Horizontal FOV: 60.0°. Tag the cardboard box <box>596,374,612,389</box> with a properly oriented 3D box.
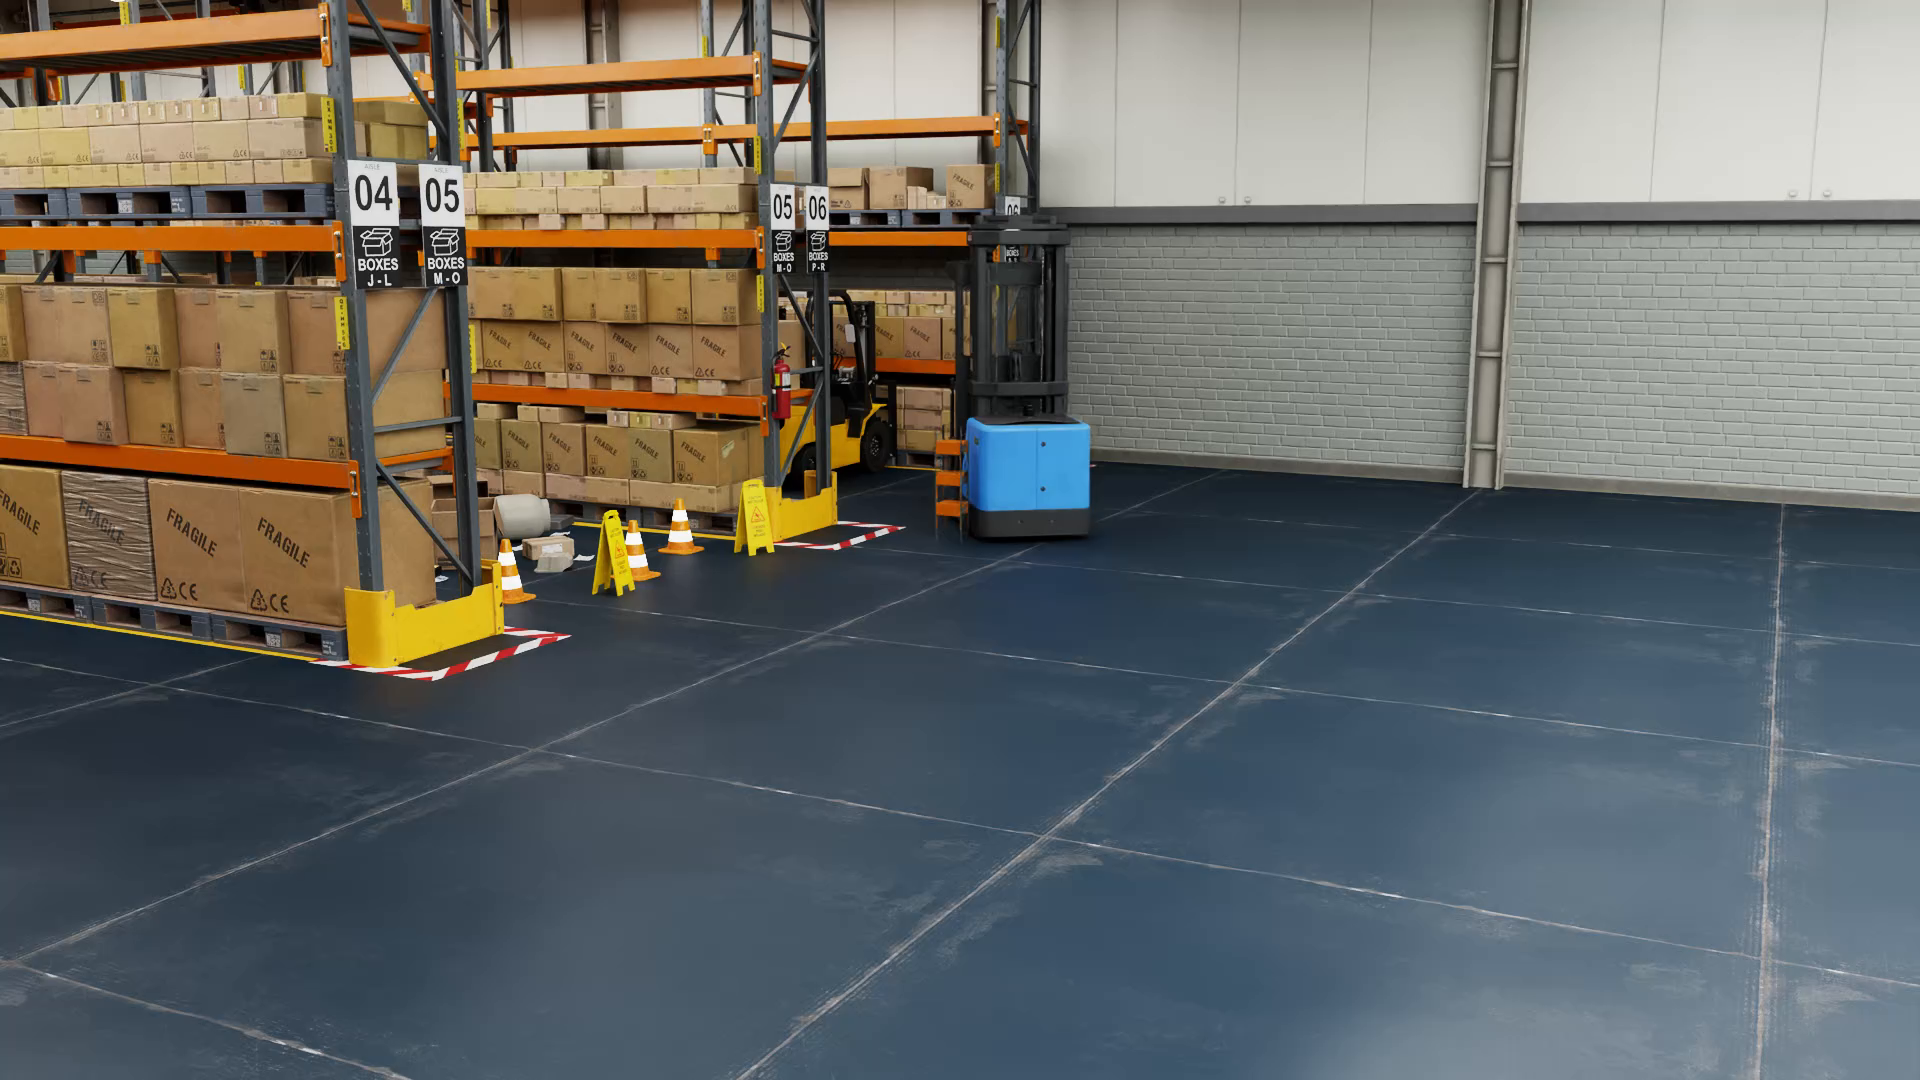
[{"bbox_3d":[-3.304,-1.549,16.093,0.250,0.149,0.380,5,11,26],"label":"cardboard box"}]

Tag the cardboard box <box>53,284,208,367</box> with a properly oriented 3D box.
[{"bbox_3d":[-5.915,-1.552,11.950,0.550,0.550,0.875,5,11,26],"label":"cardboard box"}]

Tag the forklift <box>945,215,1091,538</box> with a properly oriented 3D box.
[{"bbox_3d":[0.458,-1.674,16.268,1.130,2.935,3.031,-2,10,-9],"label":"forklift"}]

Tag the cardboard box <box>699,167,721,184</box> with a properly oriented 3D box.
[{"bbox_3d":[-2.160,-3.305,15.131,0.250,0.149,0.380,5,12,27],"label":"cardboard box"}]

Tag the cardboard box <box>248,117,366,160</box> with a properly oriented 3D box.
[{"bbox_3d":[-4.174,-2.554,10.642,0.500,0.250,0.500,5,11,27],"label":"cardboard box"}]

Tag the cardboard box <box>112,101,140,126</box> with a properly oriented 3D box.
[{"bbox_3d":[-5.431,-2.849,11.151,0.250,0.149,0.380,5,11,26],"label":"cardboard box"}]

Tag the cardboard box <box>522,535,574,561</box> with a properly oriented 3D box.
[{"bbox_3d":[-3.580,0.068,14.456,0.380,0.149,0.250,-7,12,-33],"label":"cardboard box"}]

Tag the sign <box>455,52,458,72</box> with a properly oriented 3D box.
[{"bbox_3d":[-6.724,-6.341,22.172,0.005,0.325,0.100,5,11,26],"label":"sign"}]

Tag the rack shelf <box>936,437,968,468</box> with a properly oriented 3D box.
[{"bbox_3d":[-0.071,-0.790,15.130,0.240,0.259,0.215,4,11,21],"label":"rack shelf"}]

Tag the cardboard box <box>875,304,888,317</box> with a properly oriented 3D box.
[{"bbox_3d":[-0.915,-2.795,20.170,0.250,0.149,0.380,5,11,26],"label":"cardboard box"}]

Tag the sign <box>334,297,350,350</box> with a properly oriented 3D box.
[{"bbox_3d":[-3.864,-1.356,10.405,0.005,0.325,0.100,5,11,26],"label":"sign"}]

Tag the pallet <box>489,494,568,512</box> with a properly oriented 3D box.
[{"bbox_3d":[-4.481,-0.450,17.143,1.213,0.211,1.003,5,11,26],"label":"pallet"}]

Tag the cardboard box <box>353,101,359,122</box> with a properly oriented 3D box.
[{"bbox_3d":[-3.994,-2.853,11.176,0.250,0.149,0.380,5,11,26],"label":"cardboard box"}]

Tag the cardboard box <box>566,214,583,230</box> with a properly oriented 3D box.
[{"bbox_3d":[-3.543,-3.036,15.885,0.250,0.149,0.380,5,11,26],"label":"cardboard box"}]

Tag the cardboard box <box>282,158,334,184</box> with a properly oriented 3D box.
[{"bbox_3d":[-4.059,-2.336,10.557,0.250,0.149,0.380,5,11,26],"label":"cardboard box"}]

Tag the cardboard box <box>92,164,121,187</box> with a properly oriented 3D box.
[{"bbox_3d":[-5.658,-2.476,11.332,0.250,0.149,0.380,5,11,27],"label":"cardboard box"}]

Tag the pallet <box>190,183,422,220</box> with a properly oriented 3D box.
[{"bbox_3d":[-4.281,-2.245,11.057,1.213,0.211,1.003,5,11,26],"label":"pallet"}]

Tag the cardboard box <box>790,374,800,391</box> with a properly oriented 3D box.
[{"bbox_3d":[-1.725,-1.490,15.767,0.250,0.149,0.380,5,11,26],"label":"cardboard box"}]

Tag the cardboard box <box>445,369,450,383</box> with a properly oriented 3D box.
[{"bbox_3d":[-4.958,-1.670,16.758,0.250,0.149,0.380,5,11,26],"label":"cardboard box"}]

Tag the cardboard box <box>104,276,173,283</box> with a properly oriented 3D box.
[{"bbox_3d":[-9.265,-2.725,18.794,0.500,0.500,0.500,5,11,24],"label":"cardboard box"}]

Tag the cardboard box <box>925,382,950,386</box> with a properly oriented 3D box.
[{"bbox_3d":[-0.116,-1.800,20.505,0.500,0.250,0.500,5,11,26],"label":"cardboard box"}]

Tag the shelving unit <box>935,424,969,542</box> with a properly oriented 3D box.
[{"bbox_3d":[-0.071,-0.521,15.179,0.252,1.050,0.215,4,11,21],"label":"shelving unit"}]

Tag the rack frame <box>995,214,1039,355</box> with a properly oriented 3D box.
[{"bbox_3d":[0.681,-2.347,19.796,0.127,3.000,1.000,5,11,26],"label":"rack frame"}]

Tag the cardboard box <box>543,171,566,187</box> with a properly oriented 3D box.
[{"bbox_3d":[-3.769,-3.443,15.896,0.250,0.149,0.380,5,11,25],"label":"cardboard box"}]

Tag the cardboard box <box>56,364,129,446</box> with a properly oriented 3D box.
[{"bbox_3d":[-5.927,-1.016,12.022,0.550,0.550,0.875,5,11,26],"label":"cardboard box"}]

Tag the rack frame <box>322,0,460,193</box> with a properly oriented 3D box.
[{"bbox_3d":[-3.611,-3.708,10.468,0.127,3.000,1.000,5,11,26],"label":"rack frame"}]

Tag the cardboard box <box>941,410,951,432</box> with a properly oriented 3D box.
[{"bbox_3d":[0.106,-1.435,19.895,0.500,0.250,0.500,5,11,25],"label":"cardboard box"}]

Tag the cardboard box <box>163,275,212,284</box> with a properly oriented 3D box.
[{"bbox_3d":[-9.020,-2.804,19.230,0.500,0.500,0.500,5,11,24],"label":"cardboard box"}]

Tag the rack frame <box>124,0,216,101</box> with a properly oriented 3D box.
[{"bbox_3d":[-8.686,-5.137,18.363,0.127,3.000,1.000,5,11,26],"label":"rack frame"}]

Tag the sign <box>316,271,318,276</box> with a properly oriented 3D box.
[{"bbox_3d":[-9.838,-3.951,25.409,0.005,0.325,0.100,5,11,26],"label":"sign"}]

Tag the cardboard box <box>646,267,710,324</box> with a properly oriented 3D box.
[{"bbox_3d":[-2.517,-2.288,15.546,0.500,0.500,0.700,5,11,26],"label":"cardboard box"}]

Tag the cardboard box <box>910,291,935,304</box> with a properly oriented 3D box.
[{"bbox_3d":[-0.405,-2.919,20.017,0.250,0.149,0.380,5,11,26],"label":"cardboard box"}]

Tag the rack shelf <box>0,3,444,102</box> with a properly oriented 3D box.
[{"bbox_3d":[-5.405,-3.314,11.438,4.000,0.370,1.077,5,11,26],"label":"rack shelf"}]

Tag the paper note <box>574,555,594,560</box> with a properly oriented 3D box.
[{"bbox_3d":[-3.240,0.150,14.334,0.142,0.019,0.148,1,10,6],"label":"paper note"}]

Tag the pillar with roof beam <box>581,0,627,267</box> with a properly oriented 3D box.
[{"bbox_3d":[-6.830,-5.283,19.174,0.400,9.000,9.100,5,11,26],"label":"pillar with roof beam"}]

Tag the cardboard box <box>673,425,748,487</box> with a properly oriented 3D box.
[{"bbox_3d":[-2.346,-0.798,15.674,0.500,0.500,0.500,5,11,26],"label":"cardboard box"}]

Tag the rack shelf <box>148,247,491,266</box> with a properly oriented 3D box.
[{"bbox_3d":[-6.892,-3.149,17.823,4.000,0.370,1.077,5,11,26],"label":"rack shelf"}]

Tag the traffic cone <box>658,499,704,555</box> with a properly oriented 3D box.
[{"bbox_3d":[-2.468,-0.134,14.689,0.334,0.463,0.336,5,11,26],"label":"traffic cone"}]

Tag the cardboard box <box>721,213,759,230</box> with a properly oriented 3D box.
[{"bbox_3d":[-1.956,-2.890,15.078,0.250,0.149,0.380,5,11,26],"label":"cardboard box"}]

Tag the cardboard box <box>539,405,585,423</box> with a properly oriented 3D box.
[{"bbox_3d":[-3.899,-1.241,16.299,0.250,0.149,0.380,6,12,29],"label":"cardboard box"}]

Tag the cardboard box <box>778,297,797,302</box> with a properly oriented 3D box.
[{"bbox_3d":[-2.059,-3.043,20.704,0.250,0.149,0.380,5,12,27],"label":"cardboard box"}]

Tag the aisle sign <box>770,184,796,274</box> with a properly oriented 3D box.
[{"bbox_3d":[-1.585,-2.782,14.900,0.004,0.787,0.394,5,11,26],"label":"aisle sign"}]

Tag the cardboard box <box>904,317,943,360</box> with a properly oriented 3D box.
[{"bbox_3d":[-0.338,-2.436,20.004,0.500,0.500,0.500,5,12,28],"label":"cardboard box"}]

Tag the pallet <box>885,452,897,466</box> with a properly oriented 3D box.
[{"bbox_3d":[-1.113,-1.125,20.873,1.213,0.211,1.003,5,11,26],"label":"pallet"}]

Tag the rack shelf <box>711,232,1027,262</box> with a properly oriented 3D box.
[{"bbox_3d":[-1.112,-3.627,20.464,4.000,0.370,1.077,5,11,26],"label":"rack shelf"}]

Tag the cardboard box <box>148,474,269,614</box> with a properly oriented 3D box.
[{"bbox_3d":[-5.039,-0.029,11.772,0.875,0.875,0.875,5,11,25],"label":"cardboard box"}]

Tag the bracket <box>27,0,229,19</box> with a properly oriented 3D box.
[{"bbox_3d":[-13.146,-8.394,26.254,4.783,0.066,0.076,5,11,26],"label":"bracket"}]

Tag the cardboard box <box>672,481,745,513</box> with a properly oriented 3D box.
[{"bbox_3d":[-2.377,-0.430,15.747,0.500,0.250,0.500,5,11,26],"label":"cardboard box"}]

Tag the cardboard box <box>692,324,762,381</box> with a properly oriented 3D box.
[{"bbox_3d":[-2.120,-1.748,15.372,0.500,0.500,0.500,5,11,25],"label":"cardboard box"}]

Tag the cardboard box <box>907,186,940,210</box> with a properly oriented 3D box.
[{"bbox_3d":[-0.424,-4.050,19.698,0.258,0.266,0.396,5,11,26],"label":"cardboard box"}]

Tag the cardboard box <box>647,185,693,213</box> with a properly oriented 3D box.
[{"bbox_3d":[-2.535,-3.142,15.351,0.500,0.250,0.500,5,11,25],"label":"cardboard box"}]
